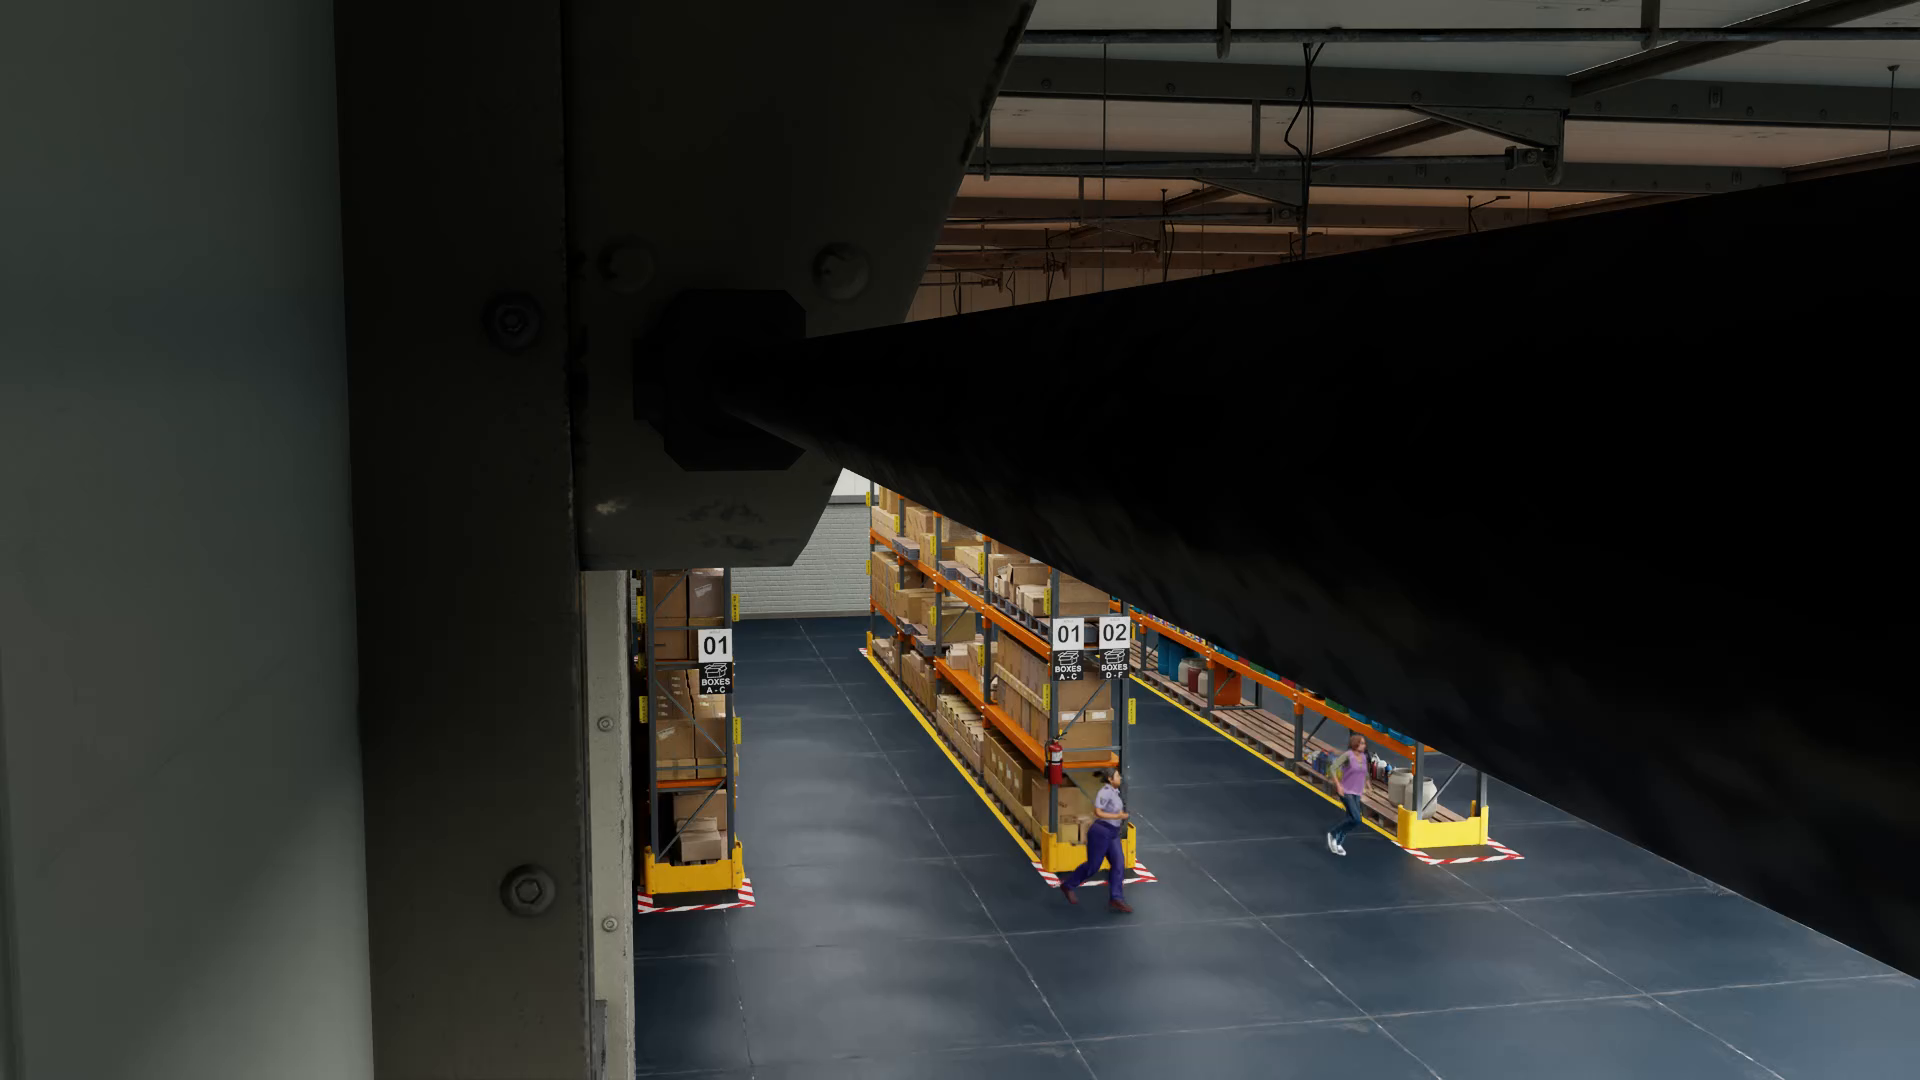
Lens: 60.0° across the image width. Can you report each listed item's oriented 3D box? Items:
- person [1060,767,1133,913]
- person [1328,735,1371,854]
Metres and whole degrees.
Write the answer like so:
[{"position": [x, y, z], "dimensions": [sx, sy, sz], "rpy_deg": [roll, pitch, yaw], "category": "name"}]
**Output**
[{"position": [1.686, 3.491, 19.588], "dimensions": [0.888, 1.636, 0.646], "rpy_deg": [3, 7, 25], "category": "person"}, {"position": [5.108, 3.308, 21.580], "dimensions": [0.575, 1.547, 0.493], "rpy_deg": [-4, 7, -36], "category": "person"}]
